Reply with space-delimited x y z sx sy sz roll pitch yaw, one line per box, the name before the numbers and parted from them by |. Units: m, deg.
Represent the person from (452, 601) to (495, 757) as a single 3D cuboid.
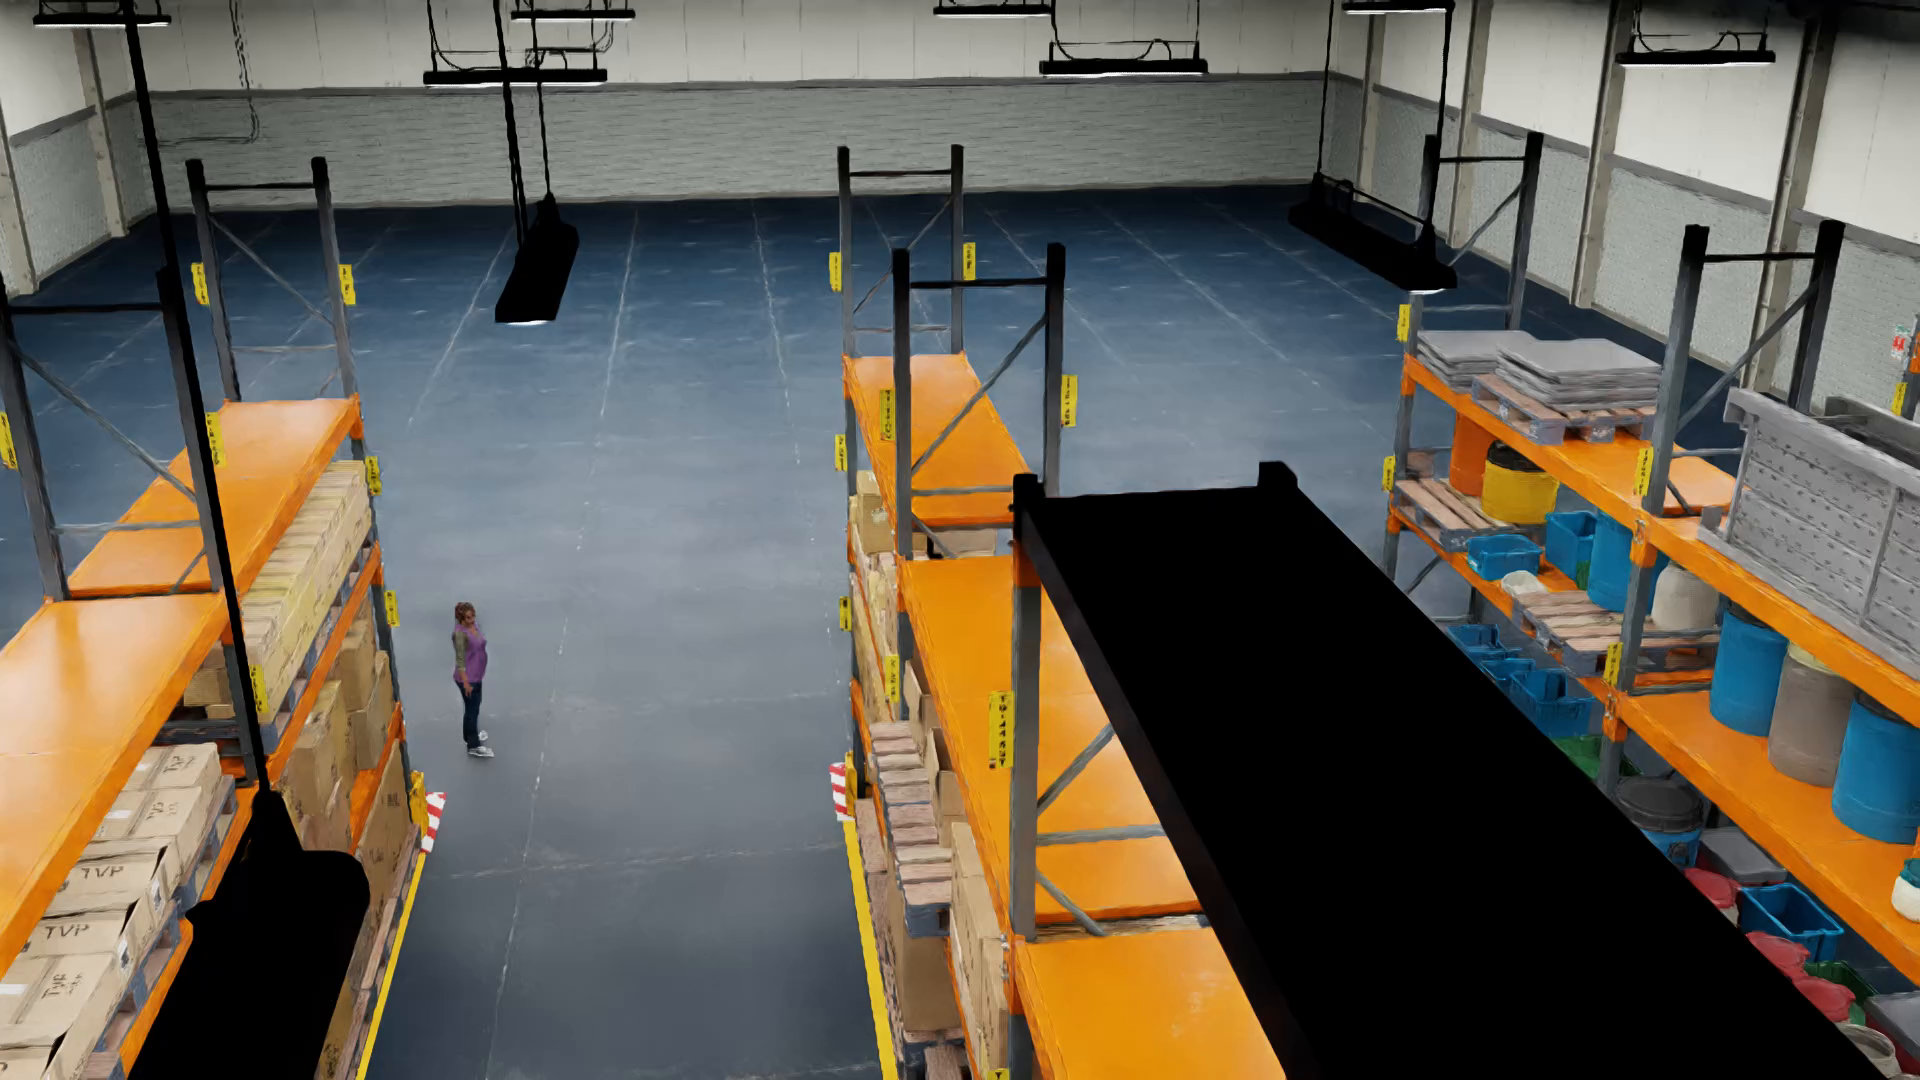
person | -4.730 1.313 16.133 0.353 1.597 0.522 0 22 1
